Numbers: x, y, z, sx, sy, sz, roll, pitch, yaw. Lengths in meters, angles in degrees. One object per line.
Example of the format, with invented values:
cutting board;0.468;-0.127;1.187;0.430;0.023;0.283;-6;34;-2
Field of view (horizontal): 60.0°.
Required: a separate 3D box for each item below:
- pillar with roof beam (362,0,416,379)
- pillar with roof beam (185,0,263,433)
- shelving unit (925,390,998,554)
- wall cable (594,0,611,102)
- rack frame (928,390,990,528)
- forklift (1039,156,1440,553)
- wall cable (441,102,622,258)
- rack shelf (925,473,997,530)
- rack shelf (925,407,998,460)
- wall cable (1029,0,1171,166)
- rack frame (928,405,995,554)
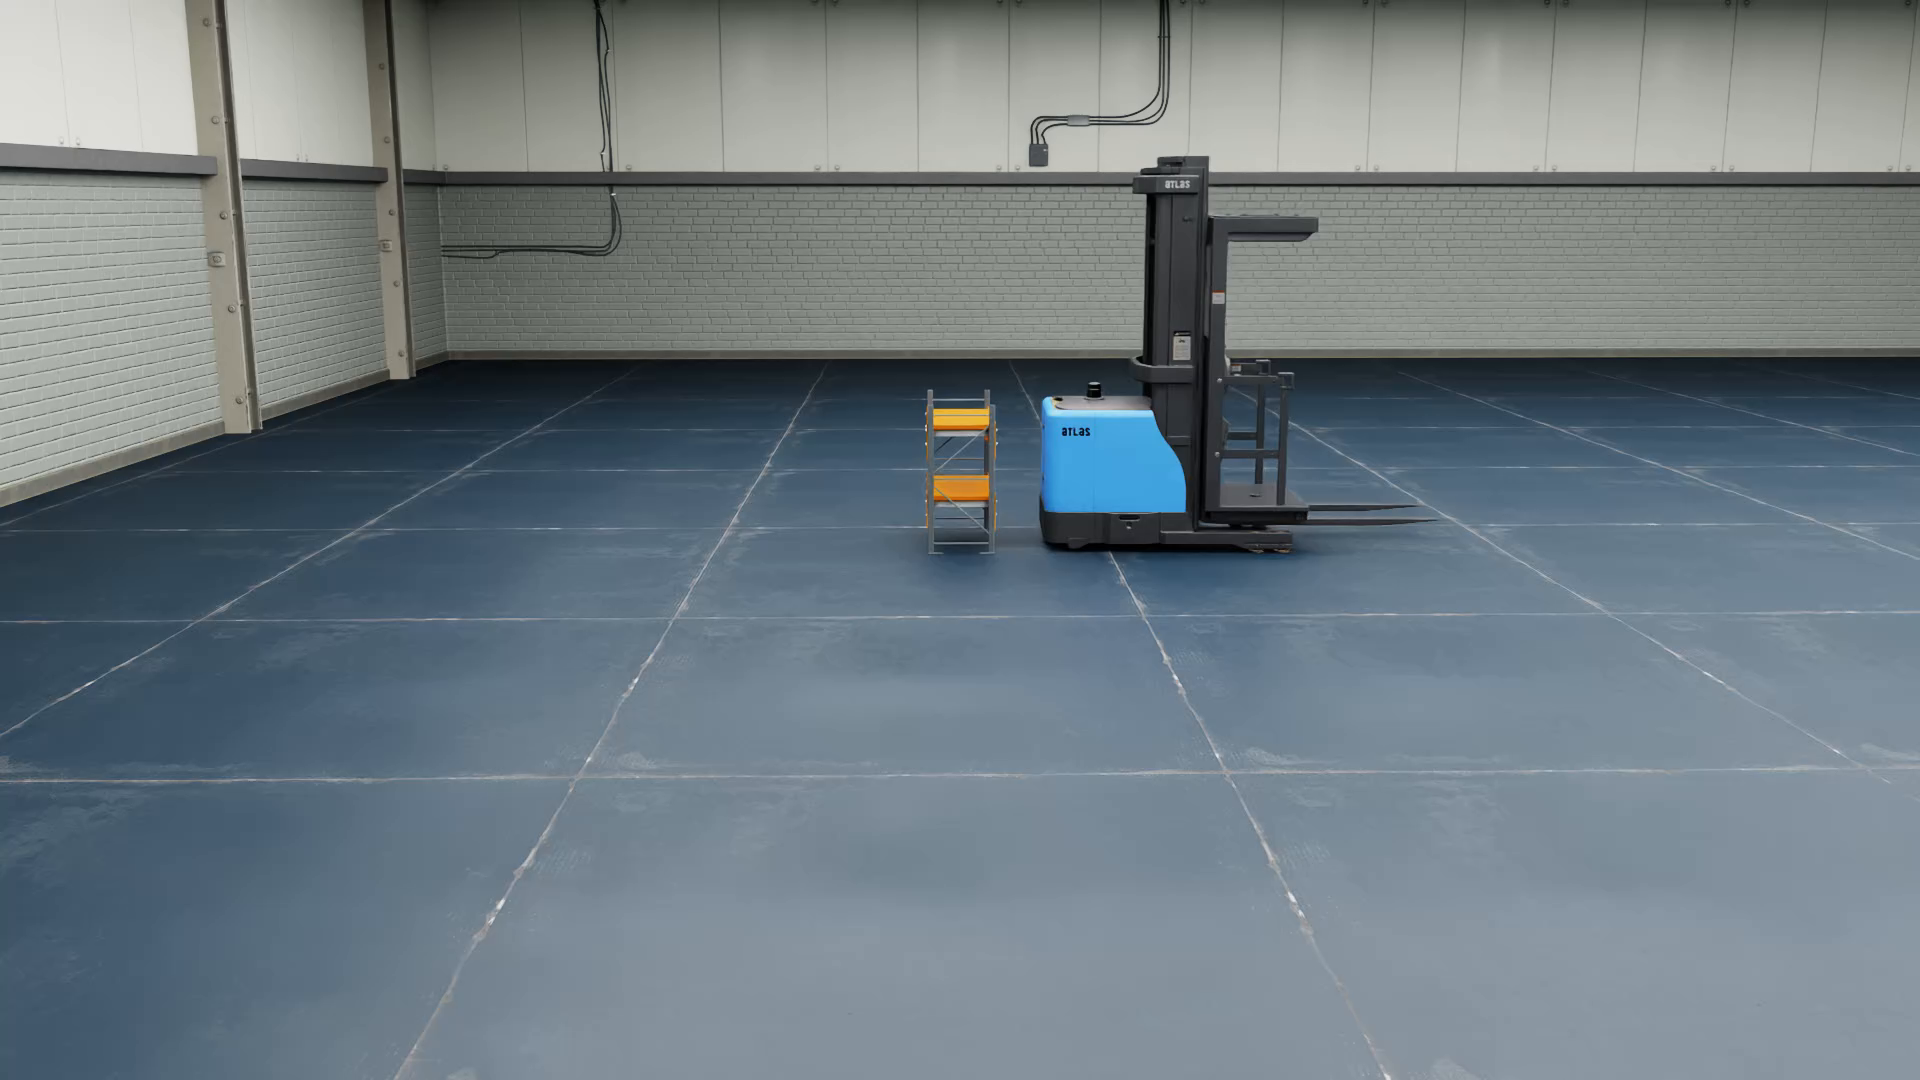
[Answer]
pillar with roof beam;-4.142;-6.885;24.364;9.100;9.000;0.400;0;11;-1
pillar with roof beam;-4.018;-5.692;18.485;9.100;9.000;0.400;0;11;-1
shelving unit;0.000;-0.550;12.941;0.538;1.125;1.048;0;11;-1
wall cable;-4.480;-8.423;27.051;3.097;2.526;0.112;0;11;-1
rack frame;-0.010;-0.651;13.439;0.500;1.125;0.032;0;11;-1
forklift;2.155;-1.443;12.800;3.031;2.935;1.130;0;11;0
wall cable;-7.185;-5.937;27.498;3.097;2.526;0.112;0;11;-1
rack shelf;0.000;-0.310;12.989;0.538;0.278;1.000;0;11;-1
rack shelf;0.000;-0.837;12.882;0.538;0.278;1.000;0;11;-1
wall cable;2.307;-9.161;27.028;2.305;6.003;0.169;0;11;-1
rack frame;0.011;-0.449;12.443;0.500;1.125;0.032;0;11;-1
